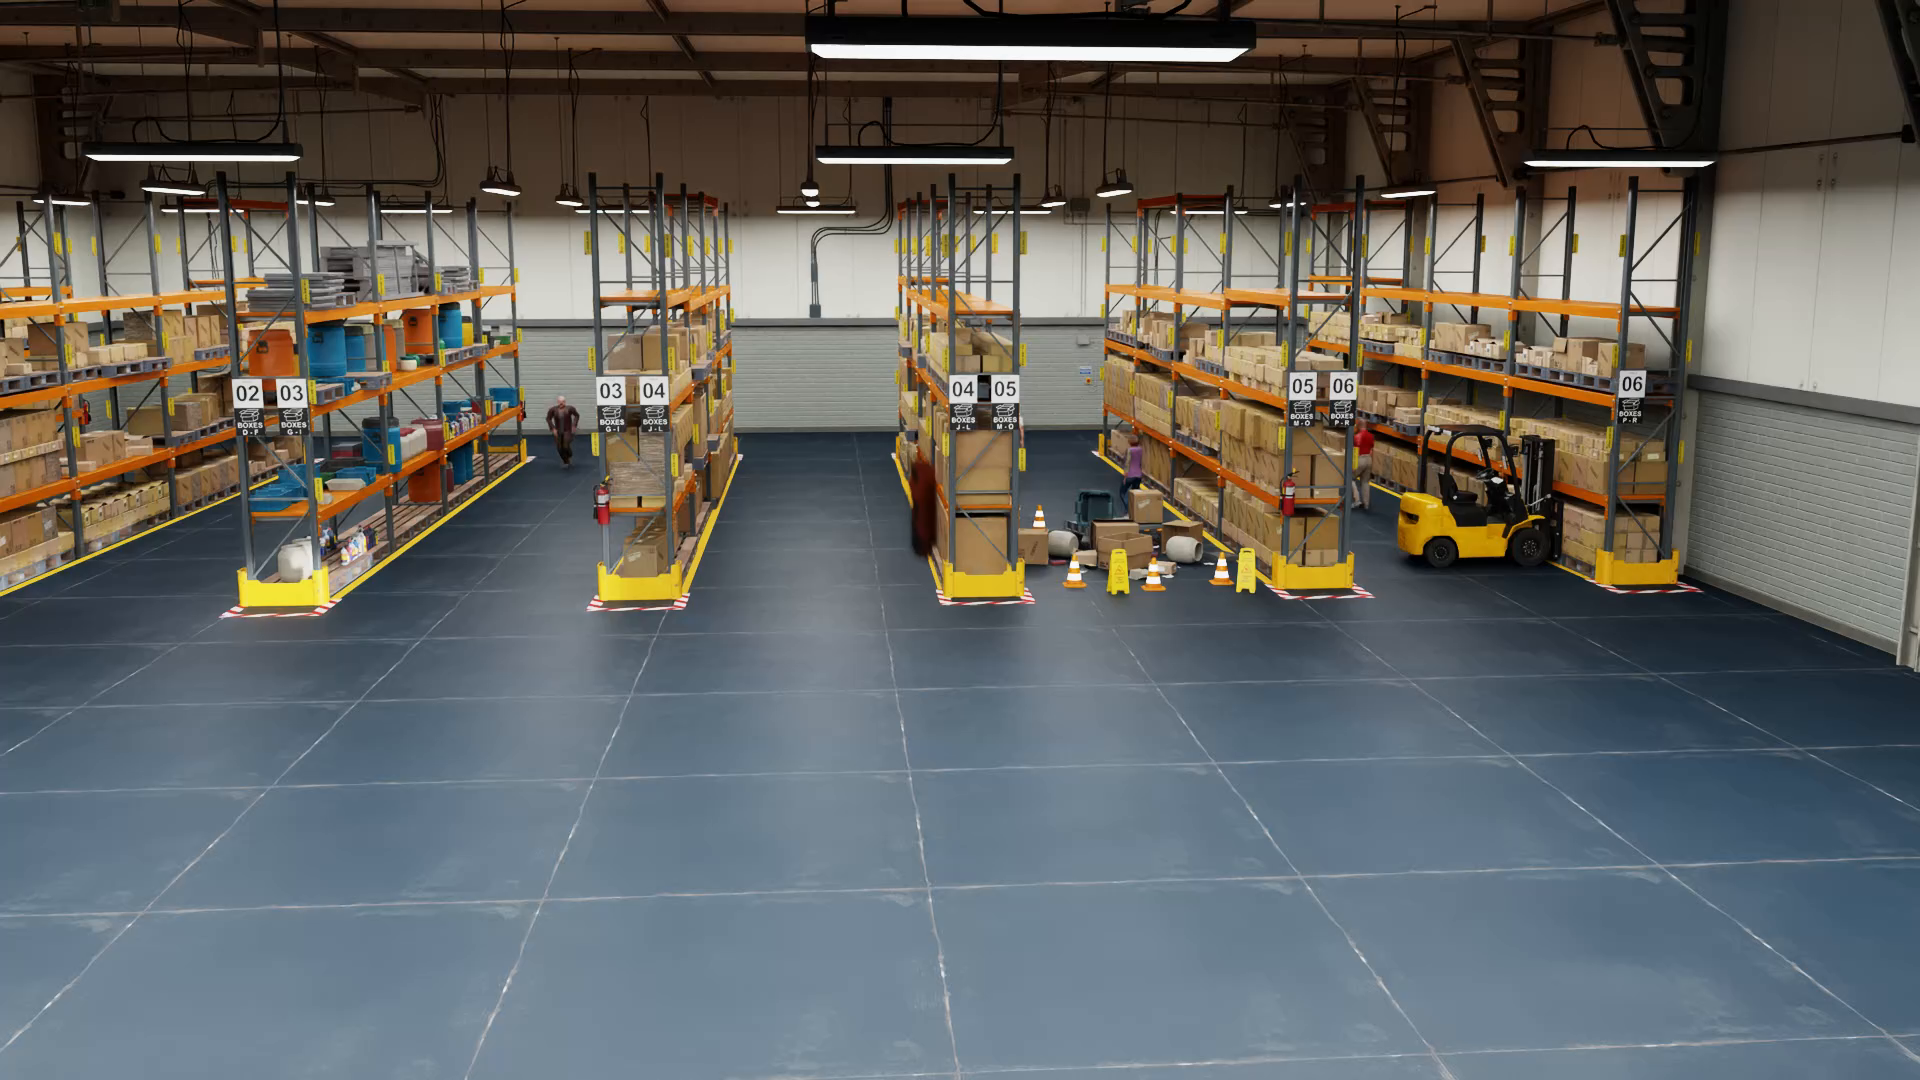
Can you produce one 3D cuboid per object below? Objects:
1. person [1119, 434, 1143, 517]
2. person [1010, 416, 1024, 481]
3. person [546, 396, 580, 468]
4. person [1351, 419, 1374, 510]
[{"bbox_3d":[3.178,-1.135,30.590,0.444,1.622,0.362,-7,12,-36],"label":"person"},{"bbox_3d":[1.105,-2.161,35.887,0.554,1.694,1.077,-3,10,-14],"label":"person"},{"bbox_3d":[-9.018,-2.454,37.826,0.710,1.677,0.677,1,10,4],"label":"person"},{"bbox_3d":[7.718,-1.443,32.015,0.576,1.767,0.404,-7,12,-36],"label":"person"}]
